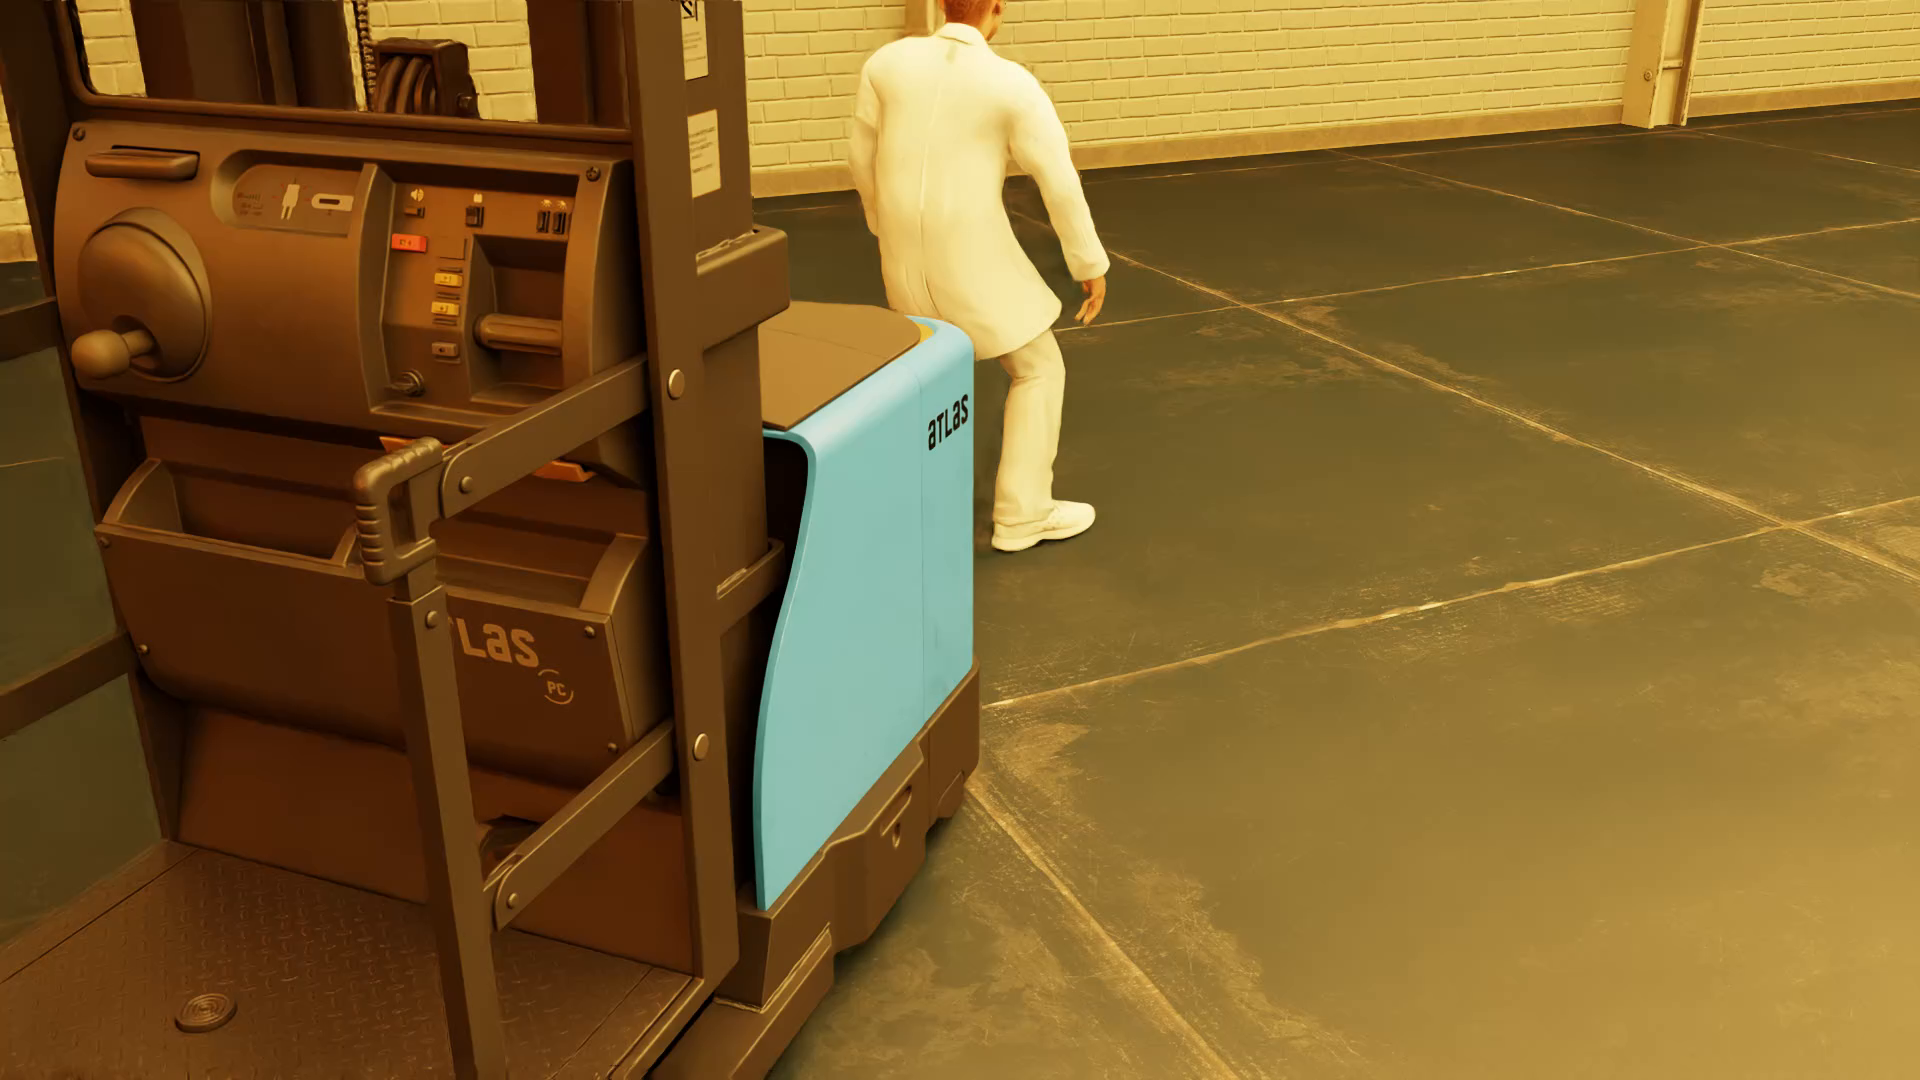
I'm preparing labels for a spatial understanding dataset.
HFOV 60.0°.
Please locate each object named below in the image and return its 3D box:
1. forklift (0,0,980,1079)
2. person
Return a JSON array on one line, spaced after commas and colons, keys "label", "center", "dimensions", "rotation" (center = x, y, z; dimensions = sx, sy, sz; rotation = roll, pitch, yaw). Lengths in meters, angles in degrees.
[{"label": "forklift", "center": [-0.967, -0.351, 2.132], "dimensions": [1.130, 2.935, 3.031], "rotation": [9, 24, 20]}, {"label": "person", "center": [0.052, -0.838, 4.898], "dimensions": [0.777, 1.708, 0.464], "rotation": [11, 25, 25]}]
